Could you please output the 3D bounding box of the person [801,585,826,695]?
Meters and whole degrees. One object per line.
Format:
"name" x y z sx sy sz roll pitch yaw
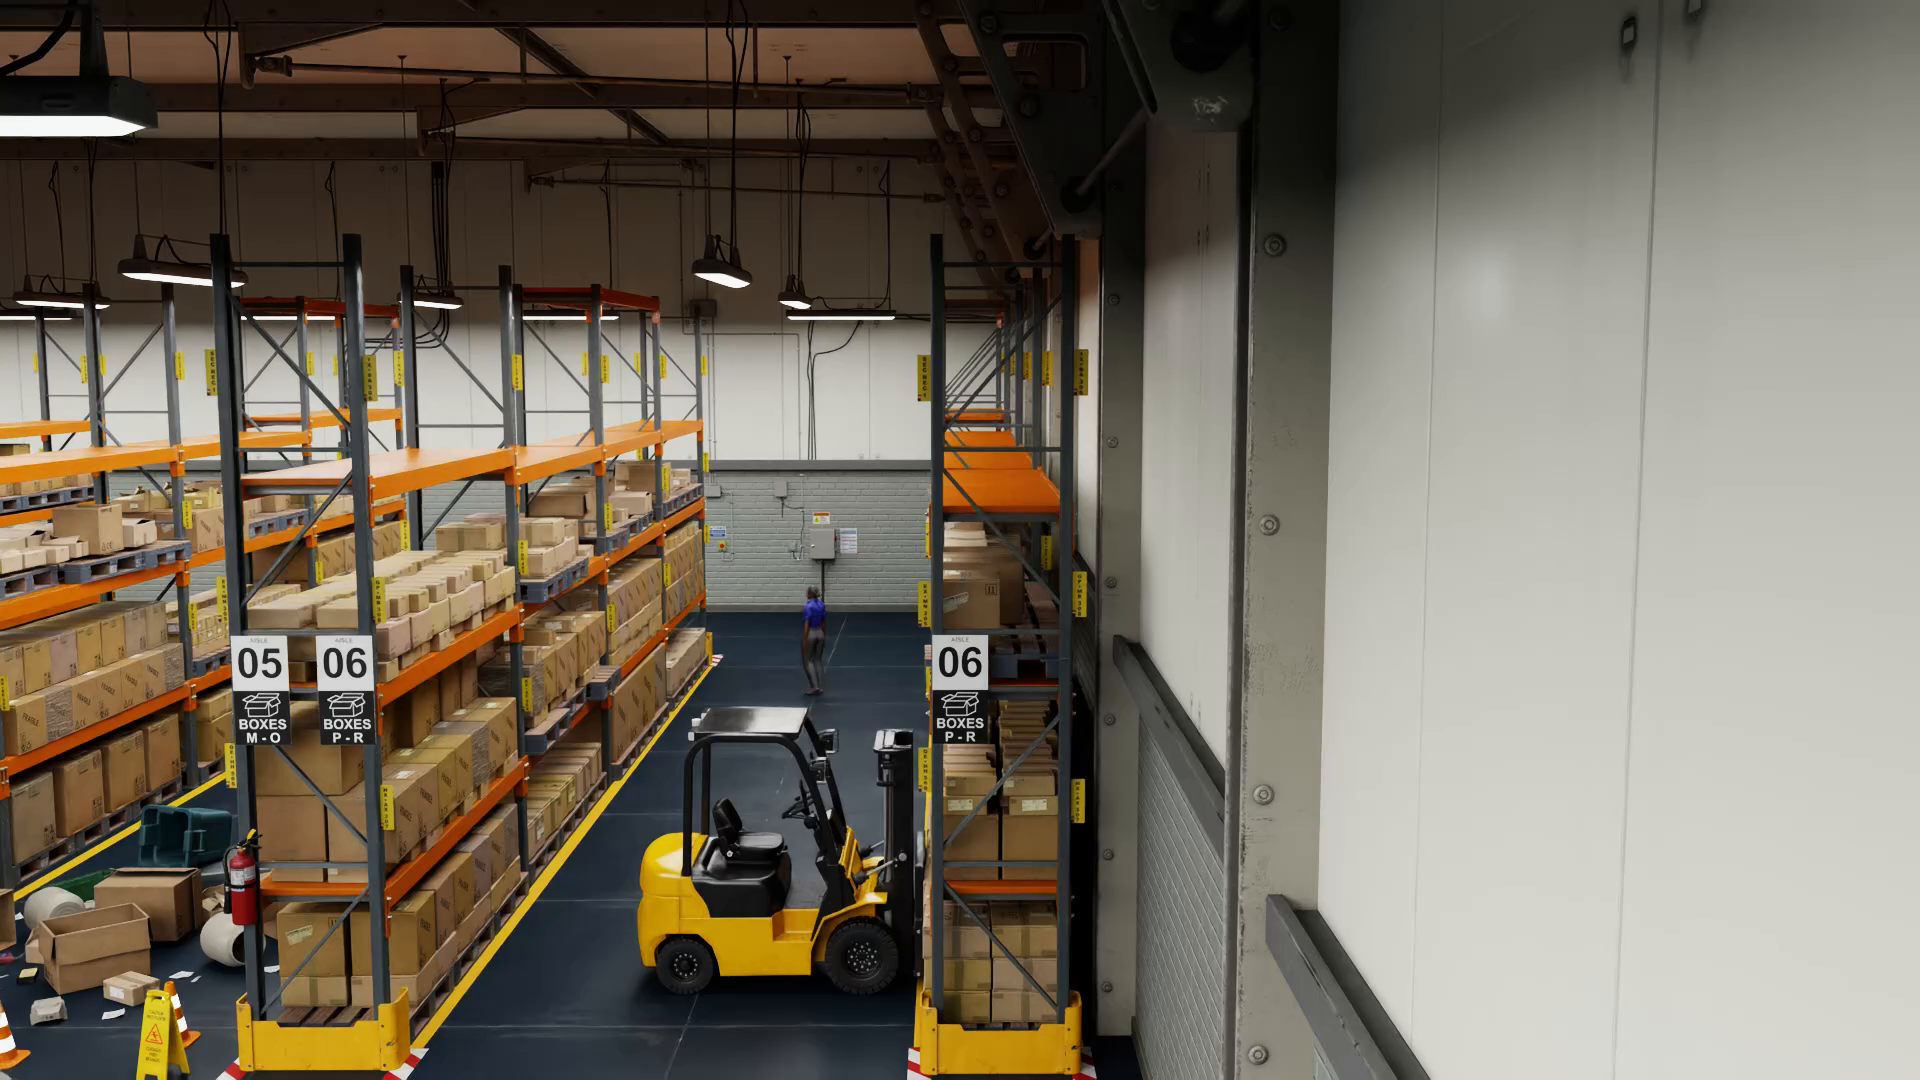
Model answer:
"person" -2.238 1.552 25.567 0.393 1.721 0.493 6 9 43

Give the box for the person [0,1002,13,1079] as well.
"person" -6.391 3.111 10.678 0.867 1.767 0.586 0 6 3
